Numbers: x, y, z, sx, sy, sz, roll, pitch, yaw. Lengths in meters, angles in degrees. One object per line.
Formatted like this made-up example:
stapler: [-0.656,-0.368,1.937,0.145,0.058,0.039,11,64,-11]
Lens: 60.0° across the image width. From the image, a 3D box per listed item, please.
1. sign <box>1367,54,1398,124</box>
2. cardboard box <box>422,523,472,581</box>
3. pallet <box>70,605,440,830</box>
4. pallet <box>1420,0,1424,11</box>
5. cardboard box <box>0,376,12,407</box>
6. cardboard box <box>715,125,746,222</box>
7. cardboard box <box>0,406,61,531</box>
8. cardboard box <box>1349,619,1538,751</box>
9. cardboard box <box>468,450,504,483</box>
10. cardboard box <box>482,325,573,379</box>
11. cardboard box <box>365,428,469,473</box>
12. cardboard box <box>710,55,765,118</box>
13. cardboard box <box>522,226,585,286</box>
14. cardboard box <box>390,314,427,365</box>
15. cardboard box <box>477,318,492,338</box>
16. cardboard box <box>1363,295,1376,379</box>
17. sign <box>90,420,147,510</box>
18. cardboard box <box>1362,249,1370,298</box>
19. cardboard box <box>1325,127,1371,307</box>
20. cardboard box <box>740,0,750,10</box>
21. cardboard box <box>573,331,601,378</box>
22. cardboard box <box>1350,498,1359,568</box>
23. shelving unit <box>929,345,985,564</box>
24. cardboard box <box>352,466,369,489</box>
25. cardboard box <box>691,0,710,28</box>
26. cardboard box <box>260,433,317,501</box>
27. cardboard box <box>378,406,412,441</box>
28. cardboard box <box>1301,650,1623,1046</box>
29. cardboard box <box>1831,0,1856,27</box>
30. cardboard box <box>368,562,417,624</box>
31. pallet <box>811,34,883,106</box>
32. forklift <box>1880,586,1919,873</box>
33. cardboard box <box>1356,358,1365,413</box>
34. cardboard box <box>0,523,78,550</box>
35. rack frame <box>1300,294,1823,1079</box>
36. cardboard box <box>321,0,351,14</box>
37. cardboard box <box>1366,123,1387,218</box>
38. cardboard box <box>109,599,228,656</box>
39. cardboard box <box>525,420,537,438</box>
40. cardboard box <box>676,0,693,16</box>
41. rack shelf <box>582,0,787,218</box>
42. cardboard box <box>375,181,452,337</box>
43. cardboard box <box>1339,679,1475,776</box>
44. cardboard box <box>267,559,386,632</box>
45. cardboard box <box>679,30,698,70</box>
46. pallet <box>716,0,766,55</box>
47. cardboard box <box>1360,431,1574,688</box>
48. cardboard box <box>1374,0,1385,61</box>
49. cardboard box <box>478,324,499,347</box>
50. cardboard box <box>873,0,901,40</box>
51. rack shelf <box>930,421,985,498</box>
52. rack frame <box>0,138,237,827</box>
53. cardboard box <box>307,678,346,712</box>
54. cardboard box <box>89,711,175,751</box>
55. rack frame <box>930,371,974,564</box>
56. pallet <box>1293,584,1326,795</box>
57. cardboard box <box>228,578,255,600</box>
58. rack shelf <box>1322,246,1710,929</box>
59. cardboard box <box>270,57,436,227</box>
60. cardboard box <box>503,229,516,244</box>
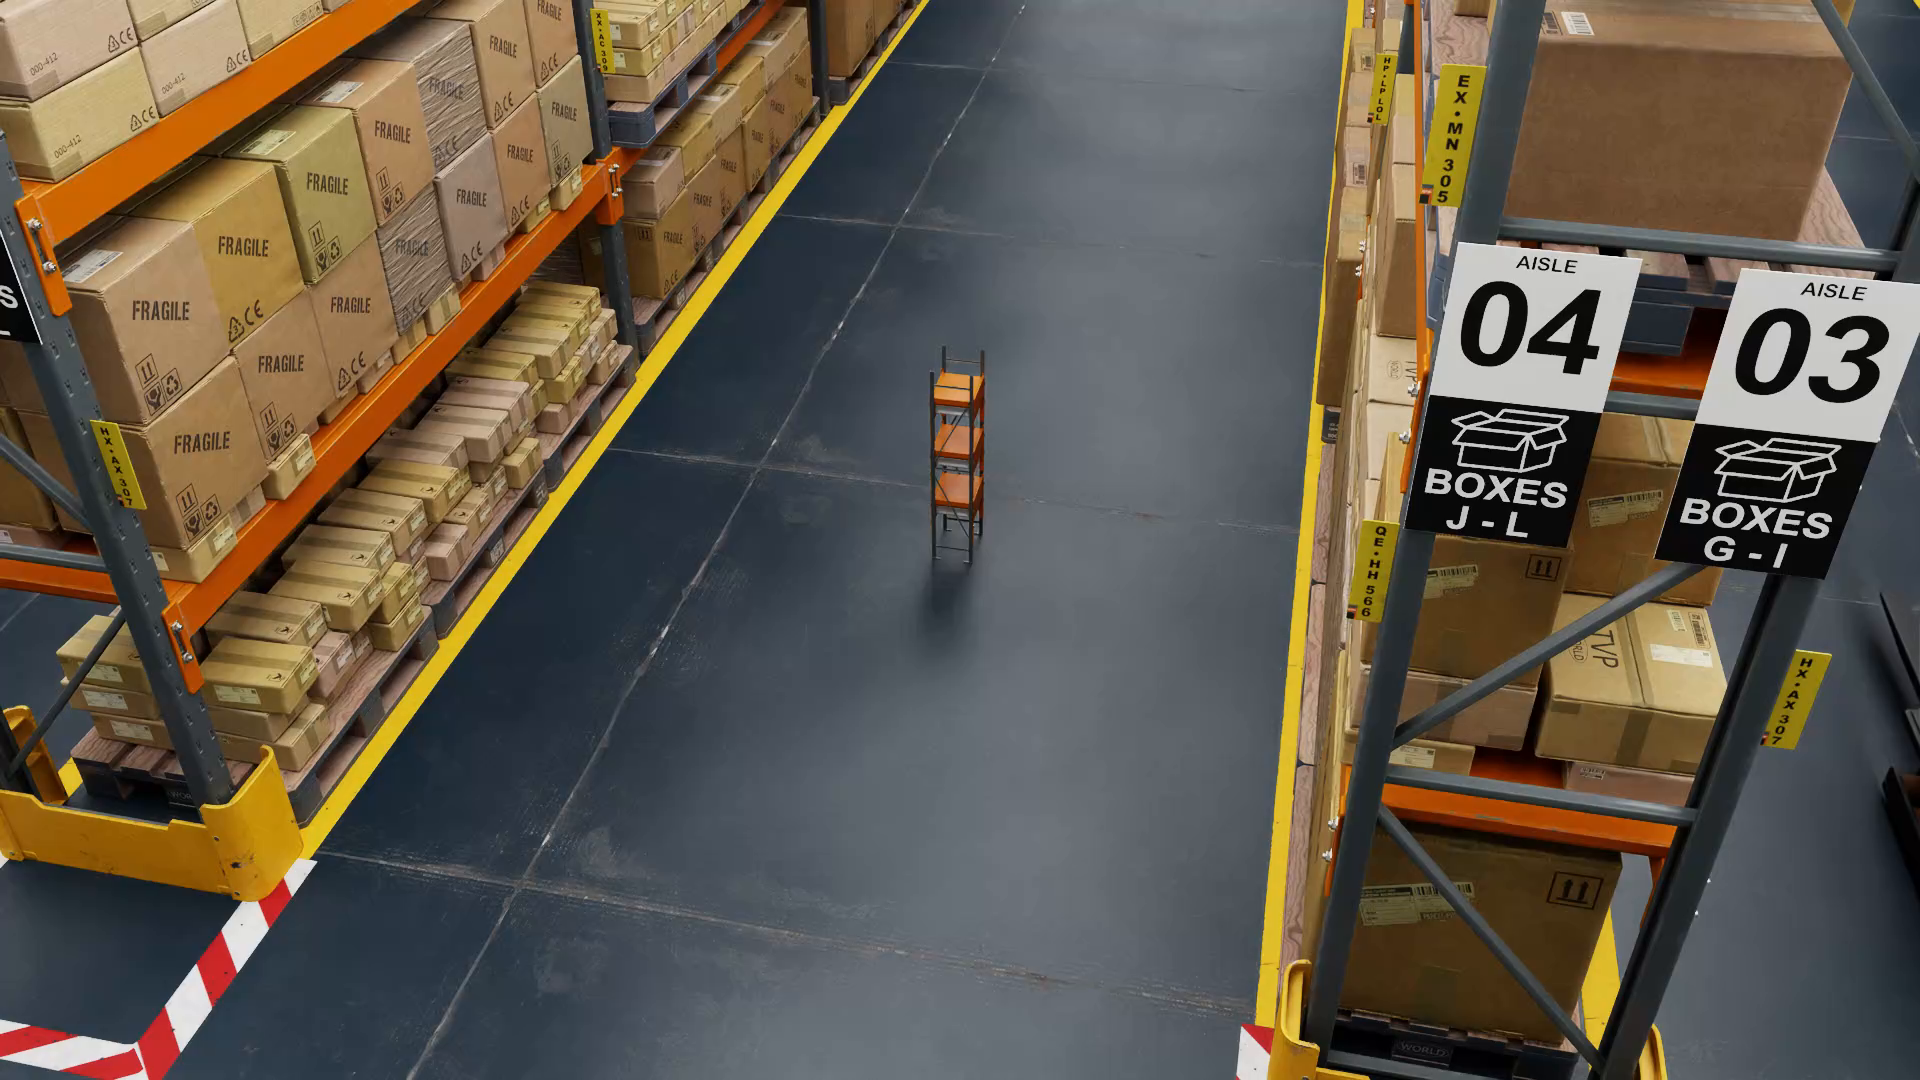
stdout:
sign: [1.941,-2.067,7.626,0.100,0.325,0.005,7,37,10]
cardboard box: [-2.497,0.044,7.705,0.380,0.149,0.250,6,36,8]
pallet: [-2.981,0.670,7.145,1.003,0.211,1.213,7,37,10]
pallet: [2.288,-2.278,6.357,1.003,0.211,1.213,7,37,10]
cardboard box: [-3.351,-0.813,5.625,0.500,0.500,0.500,7,36,9]
cardboard box: [-1.724,-2.401,10.779,0.500,0.500,0.500,8,37,11]
cardboard box: [-3.361,-0.405,5.914,0.500,0.500,0.500,8,37,11]
cardboard box: [1.463,0.355,5.079,0.500,0.250,0.500,7,36,9]
cardboard box: [-2.455,-0.419,8.090,0.380,0.149,0.250,6,36,8]
cardboard box: [-2.235,-0.972,8.600,0.380,0.149,0.250,7,37,10]
cardboard box: [-2.540,-0.381,7.785,0.380,0.149,0.250,7,37,10]
cardboard box: [-1.608,-2.997,10.962,0.500,0.250,0.500,8,37,11]
cardboard box: [-2.439,-1.861,10.034,0.500,0.500,0.500,7,36,9]
cardboard box: [-2.533,-0.898,7.146,0.380,0.149,0.250,9,37,12]
cardboard box: [-2.744,-1.182,8.889,0.380,0.149,0.250,9,37,12]
cardboard box: [1.900,-0.808,6.684,0.500,0.250,0.500,8,37,11]
sign: [-2.675,-0.237,5.283,0.100,0.325,0.005,7,37,10]
cardboard box: [2.029,-1.187,7.546,0.380,0.149,0.250,6,36,8]
cardboard box: [2.780,-1.759,9.574,1.225,0.875,0.875,6,36,8]
cardboard box: [-1.487,-3.377,10.210,0.380,0.149,0.250,6,36,8]
cardboard box: [-2.153,-1.006,8.900,0.380,0.149,0.250,6,36,8]
cardboard box: [1.590,-0.004,5.913,0.380,0.149,0.250,7,36,9]
shelving unit: [-0.011,-0.394,7.900,0.215,1.050,0.252,7,37,10]
cardboard box: [-3.060,-0.331,7.969,0.380,0.149,0.250,8,37,10]
cardboard box: [-1.654,-3.050,9.505,0.380,0.149,0.250,6,36,8]
cardboard box: [-2.692,-0.295,6.316,0.380,0.149,0.250,6,36,9]
cardboard box: [-2.895,-0.576,8.053,0.380,0.149,0.250,6,36,8]
cardboard box: [1.677,1.039,5.713,0.875,0.875,0.875,7,37,10]
cardboard box: [1.915,-1.352,4.475,0.700,0.500,0.500,6,36,8]
cardboard box: [-2.602,0.207,7.226,0.380,0.149,0.250,8,37,11]
pallet: [-1.255,-3.854,13.387,1.003,0.211,1.213,7,37,10]
forklift: [4.252,0.115,5.594,1.130,2.935,3.031,6,36,9]
cardboard box: [1.808,-0.595,6.729,0.380,0.149,0.250,8,37,11]
cardboard box: [-3.412,-0.075,6.011,0.380,0.149,0.250,7,37,10]
rack frame: [1.619,0.726,4.693,1.000,3.000,0.127,7,37,10]
cardboard box: [-2.525,-2.226,6.337,0.500,0.250,0.500,7,37,10]
cardboard box: [2.306,-1.910,8.244,0.500,0.500,0.500,7,37,10]
cardboard box: [-3.230,0.317,6.821,0.380,0.149,0.250,8,37,11]
cardboard box: [-2.407,-0.561,8.540,0.380,0.149,0.250,6,36,9]
cardboard box: [-1.707,-3.032,9.226,0.380,0.149,0.250,8,37,10]
rack shelf: [-1.924,-3.102,10.588,1.077,0.370,4.000,7,37,10]
cardboard box: [-2.530,-1.220,7.038,0.500,0.500,0.500,6,36,9]
cardboard box: [1.373,0.582,5.105,0.380,0.149,0.250,8,37,11]
cardboard box: [-2.641,0.230,6.941,0.380,0.149,0.250,7,37,10]
cardboard box: [-1.707,-2.786,9.394,0.380,0.149,0.250,8,37,10]
pallet: [-1.879,-3.323,10.442,1.003,0.211,1.213,7,37,10]
cardboard box: [1.466,0.050,4.860,0.500,0.500,0.500,8,37,11]
cardboard box: [2.744,-3.067,9.840,0.500,0.500,0.500,7,36,9]
cardboard box: [-2.707,-1.059,8.973,0.380,0.149,0.250,8,37,10]
cardboard box: [-1.095,-4.639,13.654,1.050,0.750,0.750,8,37,11]
rack shelf: [-0.011,-0.386,7.906,0.215,0.259,0.240,7,37,10]
rack frame: [-3.205,0.046,5.630,1.000,3.000,0.127,7,37,10]
cardboard box: [-2.805,0.610,6.924,0.380,0.149,0.250,7,37,10]
cardboard box: [-3.297,0.702,6.796,0.380,0.149,0.250,8,37,11]
rack frame: [-0.037,-0.324,7.803,0.200,1.050,0.008,7,37,10]
pallet: [1.976,0.689,7.119,1.003,0.211,1.213,7,37,10]
cardboard box: [-3.262,0.273,7.135,0.380,0.149,0.250,6,36,8]
rack shelf: [2.046,-0.130,6.486,1.077,0.370,4.000,7,37,10]
cardboard box: [-2.510,-1.622,6.741,0.500,0.500,0.500,6,36,8]
cardboard box: [-2.369,-1.506,7.986,0.380,0.149,0.250,6,36,9]
